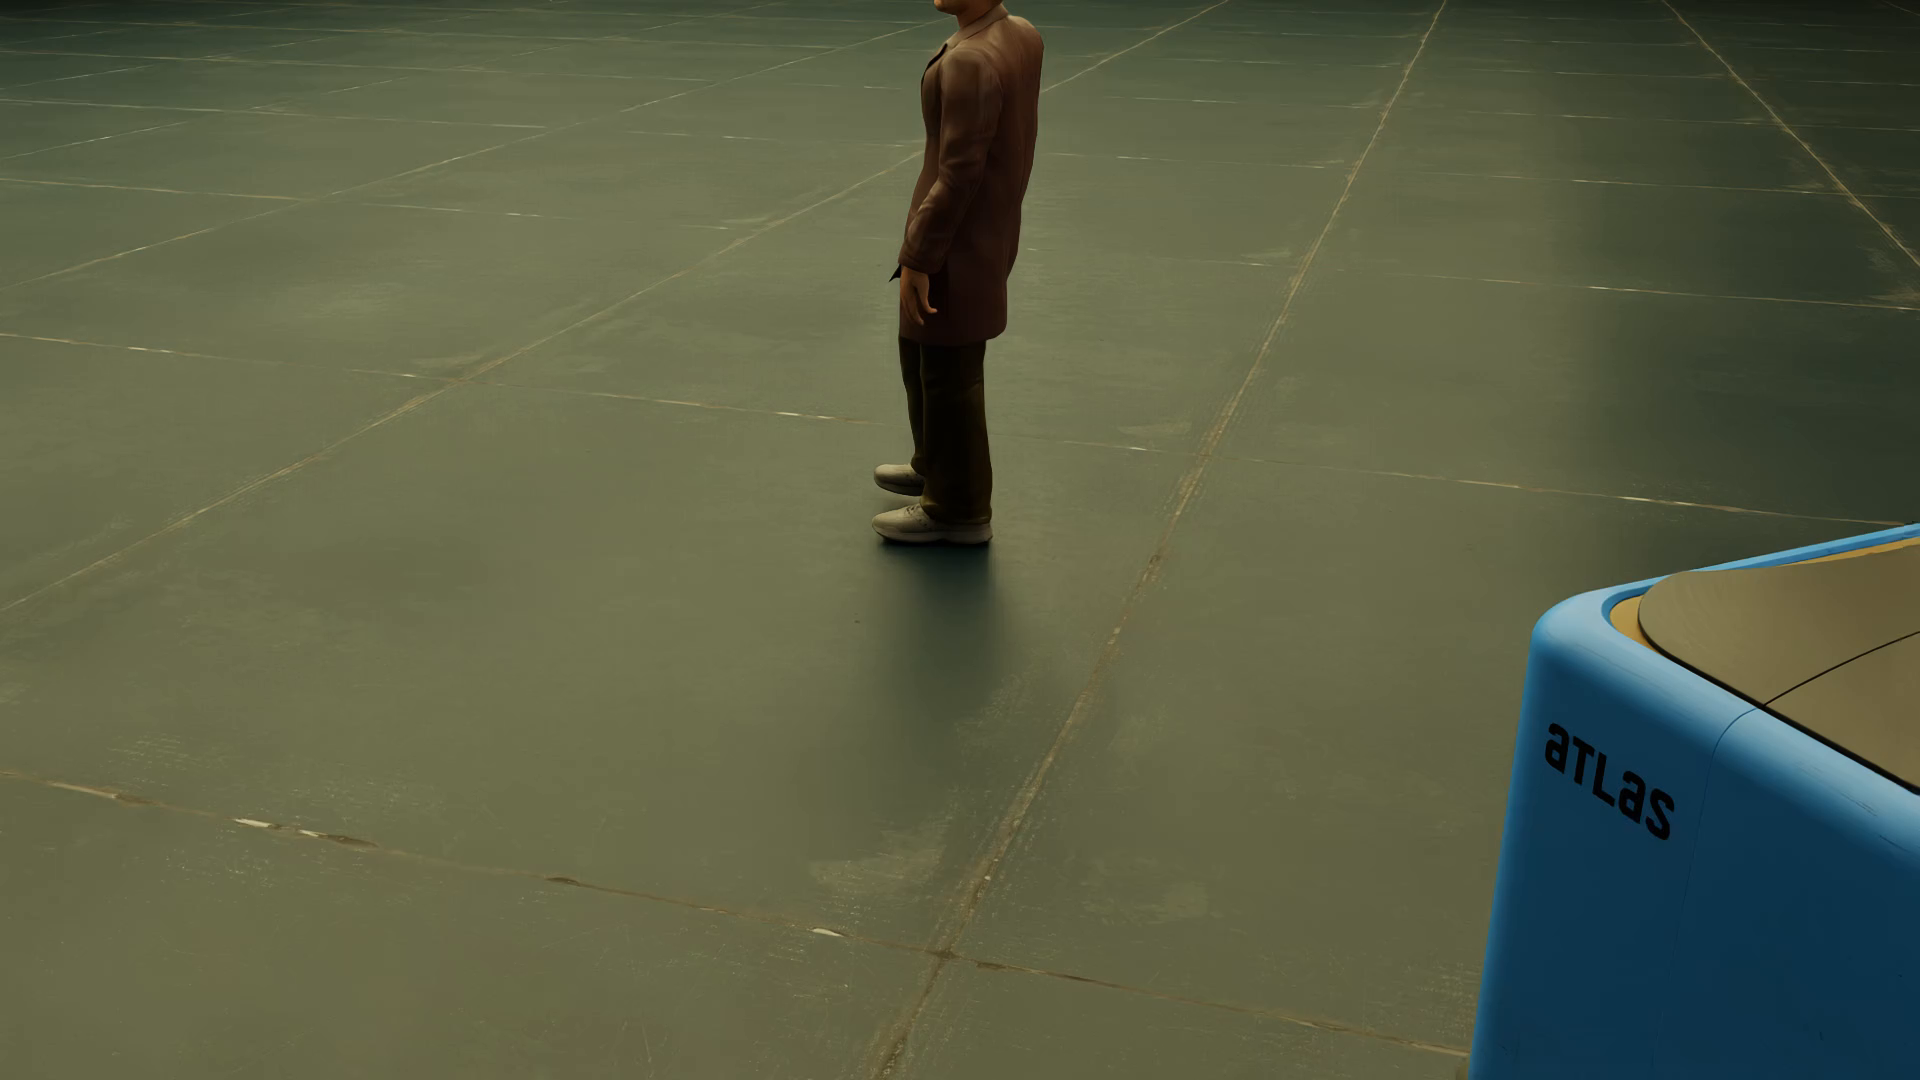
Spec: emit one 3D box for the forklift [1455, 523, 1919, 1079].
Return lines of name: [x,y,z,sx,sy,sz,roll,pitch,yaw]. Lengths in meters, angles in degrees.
forklift: [1.759,0.158,0.897,1.130,2.935,3.031,-9,24,-21]

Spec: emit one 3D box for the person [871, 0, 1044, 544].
person: [-0.087,-0.840,4.807,0.580,1.777,0.698,7,23,16]
